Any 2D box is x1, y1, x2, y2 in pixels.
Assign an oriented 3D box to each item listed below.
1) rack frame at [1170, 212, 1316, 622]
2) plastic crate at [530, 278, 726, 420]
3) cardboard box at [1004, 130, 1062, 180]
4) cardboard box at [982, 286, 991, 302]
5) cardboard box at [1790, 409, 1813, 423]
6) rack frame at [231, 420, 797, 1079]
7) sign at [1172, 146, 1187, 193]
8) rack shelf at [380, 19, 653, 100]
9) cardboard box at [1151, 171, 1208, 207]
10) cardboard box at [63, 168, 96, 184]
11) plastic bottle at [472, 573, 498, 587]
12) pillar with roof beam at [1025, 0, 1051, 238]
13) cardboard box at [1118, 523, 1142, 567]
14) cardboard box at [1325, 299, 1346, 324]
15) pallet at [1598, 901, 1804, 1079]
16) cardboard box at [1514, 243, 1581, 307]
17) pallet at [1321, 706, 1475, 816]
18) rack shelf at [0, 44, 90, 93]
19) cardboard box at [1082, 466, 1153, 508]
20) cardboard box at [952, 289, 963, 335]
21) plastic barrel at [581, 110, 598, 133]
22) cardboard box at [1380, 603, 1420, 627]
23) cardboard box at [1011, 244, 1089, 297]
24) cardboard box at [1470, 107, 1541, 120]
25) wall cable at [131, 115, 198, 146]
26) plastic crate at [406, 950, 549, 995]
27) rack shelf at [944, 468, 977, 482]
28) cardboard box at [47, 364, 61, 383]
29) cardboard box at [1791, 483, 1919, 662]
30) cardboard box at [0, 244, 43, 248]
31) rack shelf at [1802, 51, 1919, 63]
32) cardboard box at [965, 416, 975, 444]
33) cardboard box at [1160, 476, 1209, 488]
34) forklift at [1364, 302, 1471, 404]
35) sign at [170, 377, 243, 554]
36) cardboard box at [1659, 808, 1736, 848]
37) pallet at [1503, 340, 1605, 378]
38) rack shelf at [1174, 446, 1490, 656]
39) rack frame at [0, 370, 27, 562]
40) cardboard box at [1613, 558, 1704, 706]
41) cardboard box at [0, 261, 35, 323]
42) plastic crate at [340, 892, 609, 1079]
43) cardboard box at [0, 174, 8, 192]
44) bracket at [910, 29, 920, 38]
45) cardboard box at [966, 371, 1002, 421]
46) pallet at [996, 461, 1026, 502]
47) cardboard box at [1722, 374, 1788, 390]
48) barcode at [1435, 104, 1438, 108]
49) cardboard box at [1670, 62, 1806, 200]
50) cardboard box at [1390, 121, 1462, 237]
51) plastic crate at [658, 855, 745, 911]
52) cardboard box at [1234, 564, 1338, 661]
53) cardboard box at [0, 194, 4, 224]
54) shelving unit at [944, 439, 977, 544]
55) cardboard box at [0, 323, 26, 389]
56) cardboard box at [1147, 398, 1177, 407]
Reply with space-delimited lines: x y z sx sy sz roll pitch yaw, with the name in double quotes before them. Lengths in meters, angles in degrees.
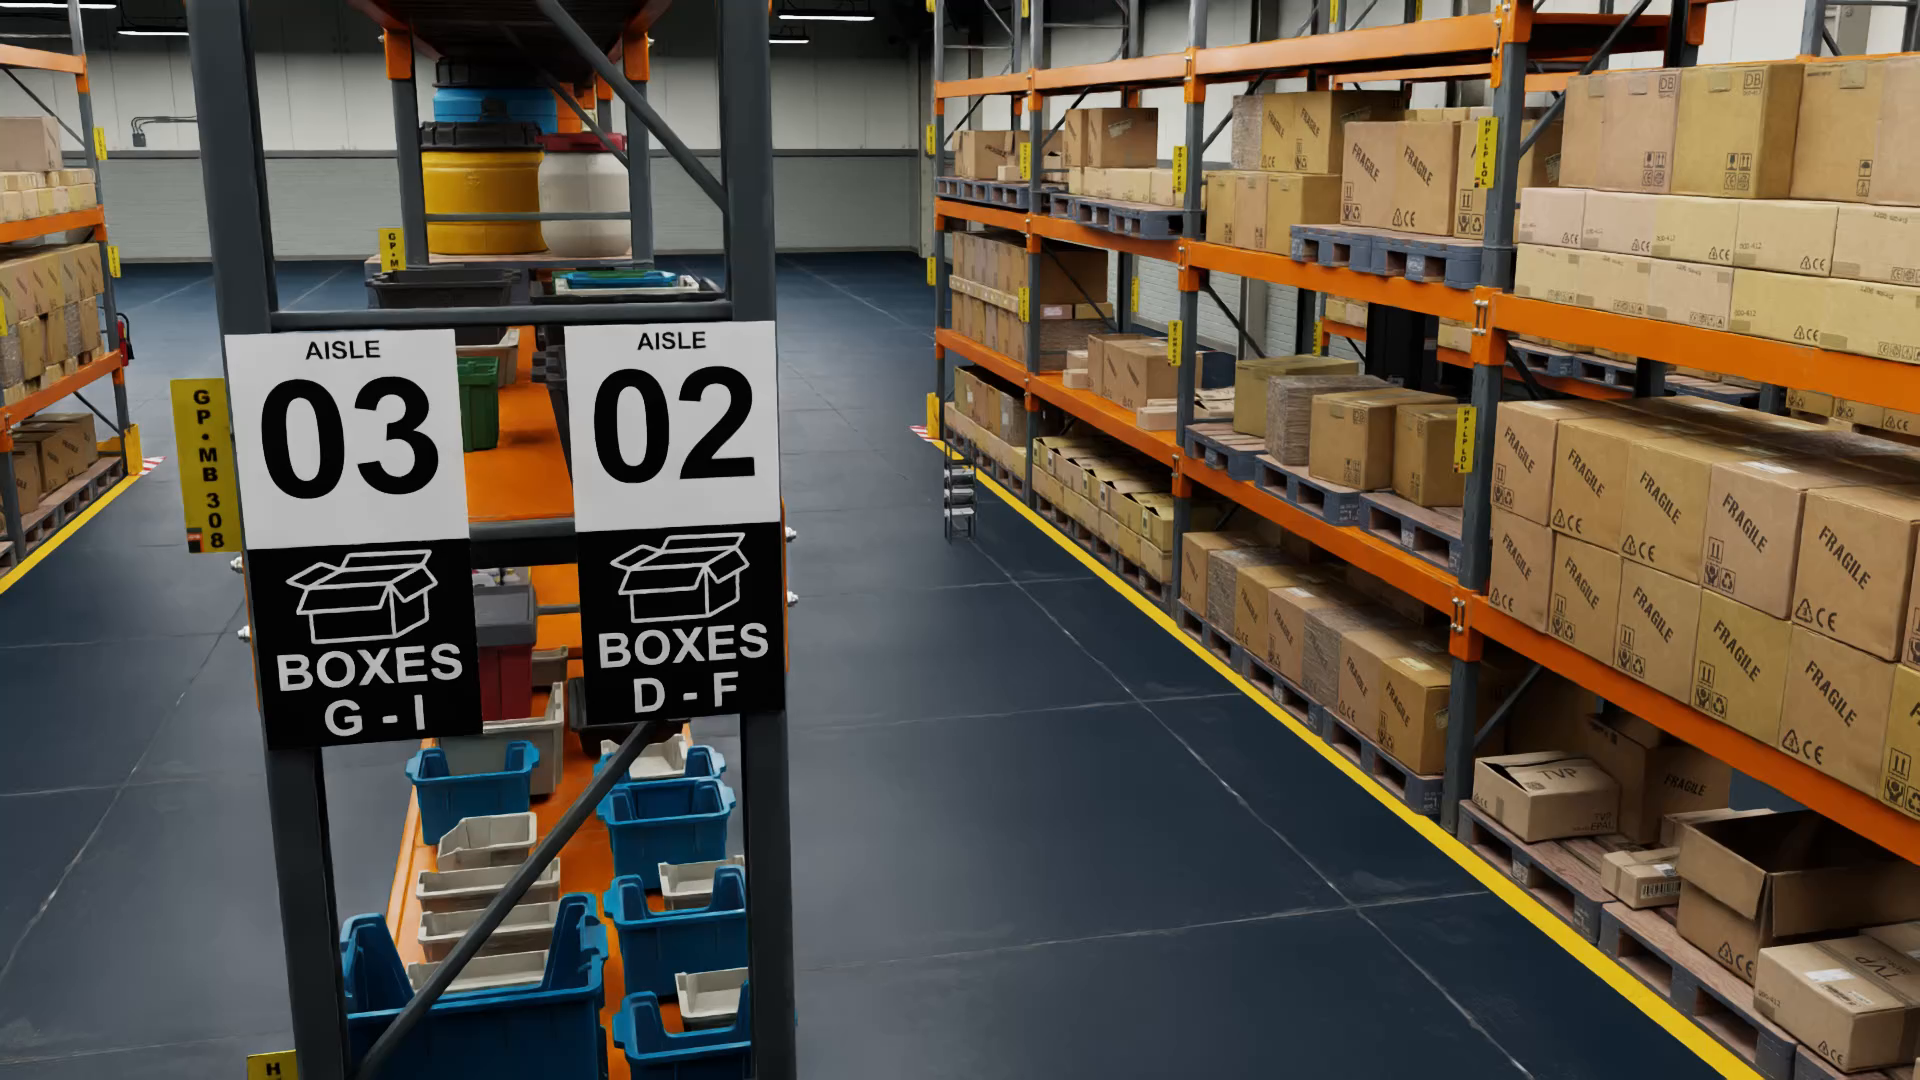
"rack frame" 2.084 -0.885 12.228 1.000 3.000 0.127 -3 14 -13
"plastic crate" -0.944 -0.559 4.704 0.504 0.338 0.767 -3 14 -13
"cardboard box" 0.881 -3.974 17.154 0.797 0.503 0.637 -2 14 -7
"cardboard box" 0.449 -2.637 17.822 0.380 0.149 0.250 -3 14 -13
"cardboard box" 6.751 -0.960 13.025 0.380 0.149 0.250 -3 14 -14
"rack frame" -0.852 1.236 3.547 1.000 3.000 0.127 -3 14 -13
"sign" 1.543 -2.602 11.682 0.100 0.325 0.005 -3 14 -13
"rack shelf" -2.262 -2.519 8.634 1.077 0.370 4.000 -3 14 -13
"cardboard box" 1.782 -2.694 12.746 0.500 0.250 0.500 -3 14 -12
"cardboard box" -9.056 -3.710 16.949 0.380 0.149 0.250 -3 14 -13
"plastic bottle" -2.199 0.301 7.637 0.152 0.276 0.135 -3 14 -13
"pillar with roof beam" -2.387 -9.721 35.754 9.100 9.000 0.548 -3 14 -13
"cardboard box" 1.599 0.021 13.431 0.500 0.250 0.500 -3 14 -14
"cardboard box" 4.826 -2.814 20.398 0.500 0.250 0.500 -4 14 -15
"pallet" 3.474 1.833 6.979 1.003 0.211 1.213 -3 14 -13
"cardboard box" 2.897 -1.220 7.597 0.500 0.250 0.500 -3 14 -13
"pallet" 2.796 1.207 9.541 1.003 0.211 1.213 -3 14 -13
"rack shelf" -8.955 -4.281 15.011 1.077 0.370 4.000 -3 14 -13
"cardboard box" 1.362 -0.484 14.316 0.500 0.311 0.500 -3 14 -12
"cardboard box" 0.303 -2.670 19.326 0.700 0.500 0.500 -3 14 -13
"plastic barrel" -2.713 -2.512 11.511 0.600 0.901 0.600 0 14 0
"cardboard box" 2.901 0.675 10.182 0.500 0.500 0.500 -3 14 -13
"cardboard box" 0.915 -2.705 16.733 0.700 0.500 0.500 -3 14 -13
"cardboard box" 5.578 -4.186 17.061 0.500 0.500 0.500 -5 14 -18
"wall cable" -21.815 -13.904 45.712 2.305 6.003 0.169 -3 14 -13
"plastic crate" -1.220 1.157 4.300 0.396 0.136 0.243 -3 14 -13
"rack shelf" 0.002 -0.578 14.778 0.258 0.077 0.200 -3 14 -13
"cardboard box" -8.609 -1.546 15.463 0.380 0.149 0.250 -3 14 -13
"cardboard box" 3.346 0.103 5.866 0.500 0.500 0.500 -3 14 -12
"cardboard box" -9.560 -2.716 16.778 0.500 0.500 0.500 -3 14 -13
"rack shelf" 7.368 -3.071 10.894 1.077 0.370 4.000 -3 14 -13
"cardboard box" 0.353 -1.232 18.558 0.500 0.250 0.500 -3 14 -13
"cardboard box" 1.998 -0.401 13.975 0.500 0.311 0.500 -4 14 -15
"forklift" 4.099 -1.238 13.817 3.031 2.935 1.130 3 14 11
"sign" -1.383 -0.136 3.063 0.100 0.325 0.005 -3 14 -13
"cardboard box" 3.580 1.408 7.923 0.380 0.149 0.250 -3 14 -13
"pallet" 5.997 -1.807 16.406 1.003 0.211 1.213 -3 14 -13
"rack shelf" 2.554 -0.074 10.425 1.077 0.370 4.000 -3 14 -13
"rack frame" -8.485 -1.256 13.748 1.000 3.000 0.127 -3 14 -13
"cardboard box" 3.117 0.356 6.940 0.500 0.500 0.500 -3 14 -13
"cardboard box" -8.463 -2.168 14.537 0.500 0.500 0.500 -3 14 -13
"plastic crate" -1.113 1.123 3.809 0.616 0.435 0.499 -3 14 -13
"cardboard box" -8.533 -3.102 14.459 0.380 0.149 0.250 -3 14 -11
"bracket" -1.268 -14.362 47.168 0.235 0.232 0.430 -3 14 -13
"cardboard box" 0.364 -1.597 18.471 0.500 0.500 0.500 -3 14 -13
"pallet" 0.999 -0.639 17.096 1.003 0.211 1.213 -3 14 -13
"cardboard box" 6.779 -1.532 13.739 0.700 0.500 0.500 -5 15 -20
"barcode" 5.673 -5.154 19.801 0.001 0.075 0.075 -3 14 -13
"cardboard box" 3.278 -1.605 6.539 0.700 0.500 0.500 -3 14 -13
"cardboard box" 2.798 -1.993 9.140 0.600 0.600 0.600 -3 14 -14
"plastic crate" -0.745 1.025 4.842 0.250 0.136 0.298 -3 14 -13
"cardboard box" 2.155 0.473 11.009 0.500 0.500 0.500 -3 14 -14
"cardboard box" -8.342 -2.758 13.893 0.500 0.250 0.500 -4 14 -15
"shelving unit" 0.002 -0.435 14.813 0.258 0.900 0.210 -3 14 -13
"cardboard box" -8.531 -1.556 14.140 0.875 0.500 0.500 -3 14 -13
"cardboard box" 1.730 -1.054 13.449 0.380 0.149 0.250 -2 14 -9
